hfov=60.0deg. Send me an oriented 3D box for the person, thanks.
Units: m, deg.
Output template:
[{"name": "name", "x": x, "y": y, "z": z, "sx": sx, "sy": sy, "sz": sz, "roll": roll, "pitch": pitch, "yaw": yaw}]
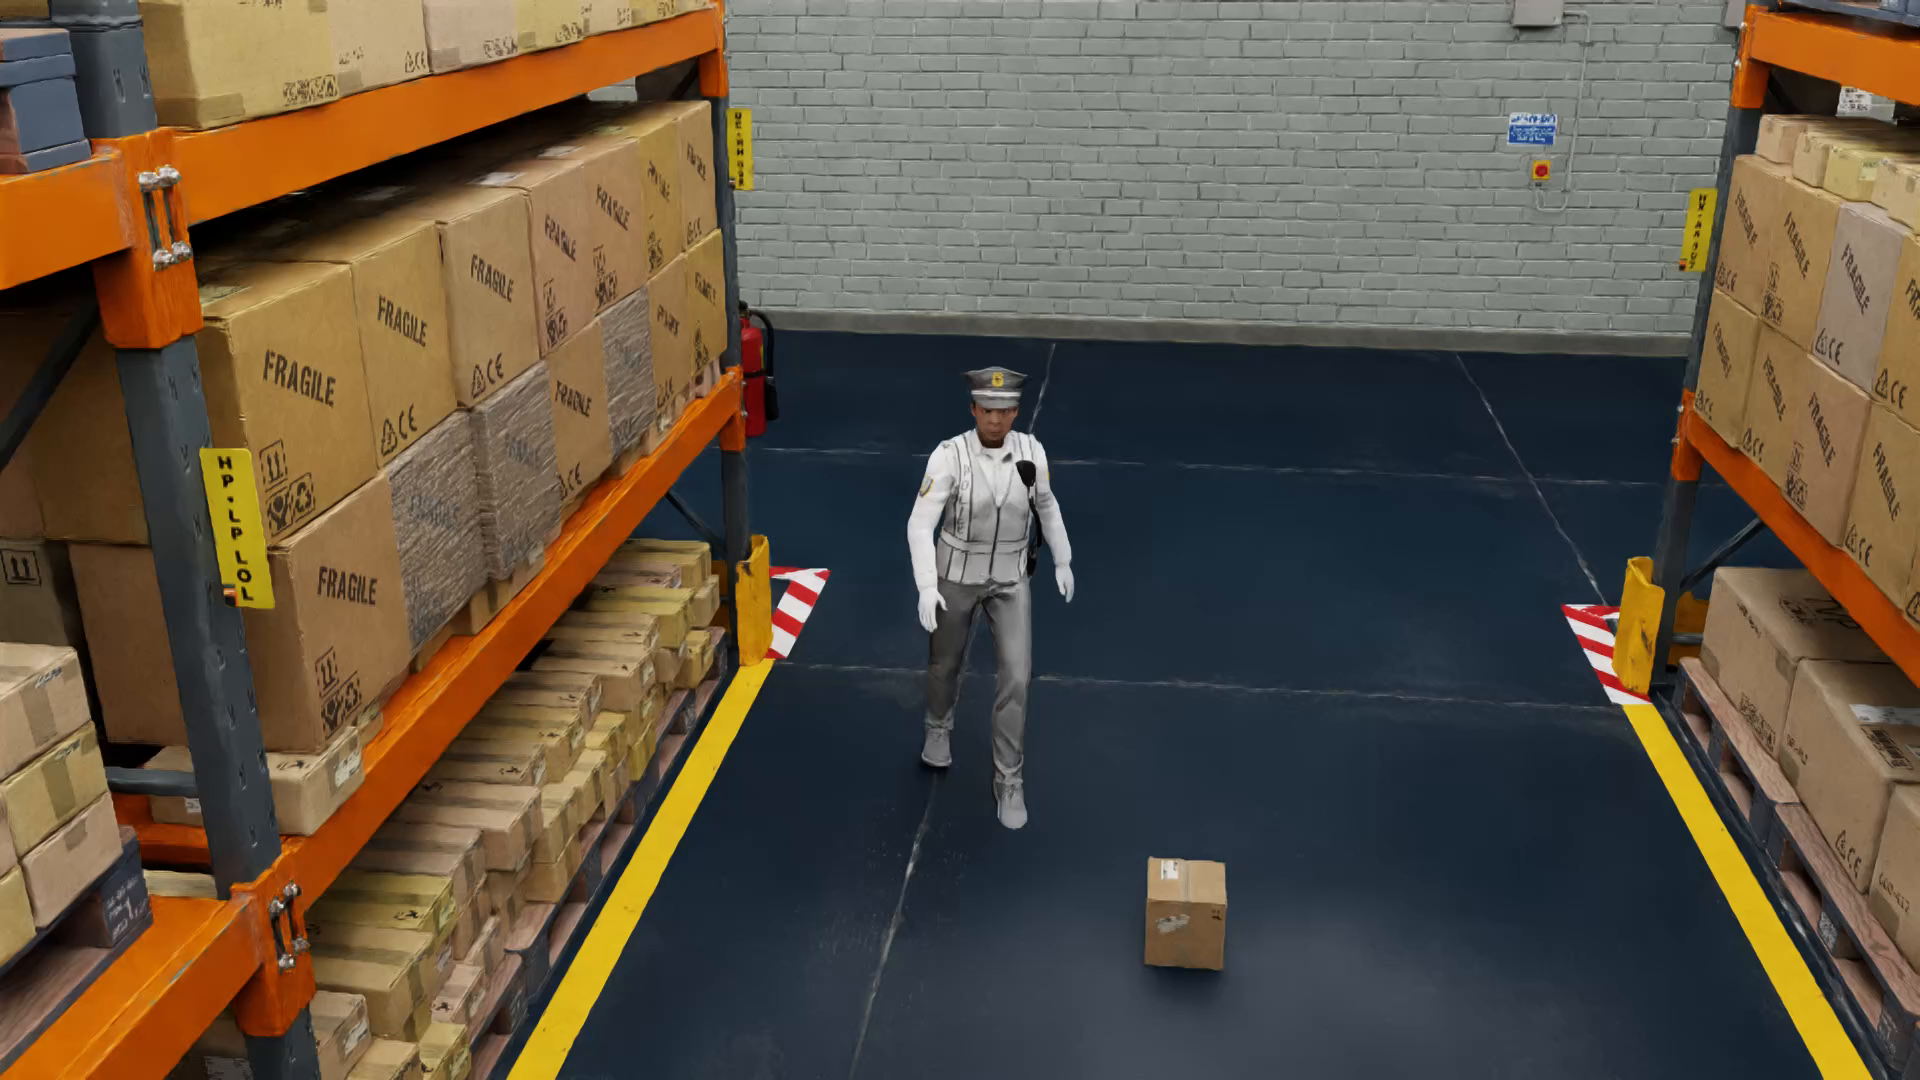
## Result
[{"name": "person", "x": 0.130, "y": 0.180, "z": 6.166, "sx": 0.681, "sy": 1.719, "sz": 0.737, "roll": -5, "pitch": 22, "yaw": -13}]
